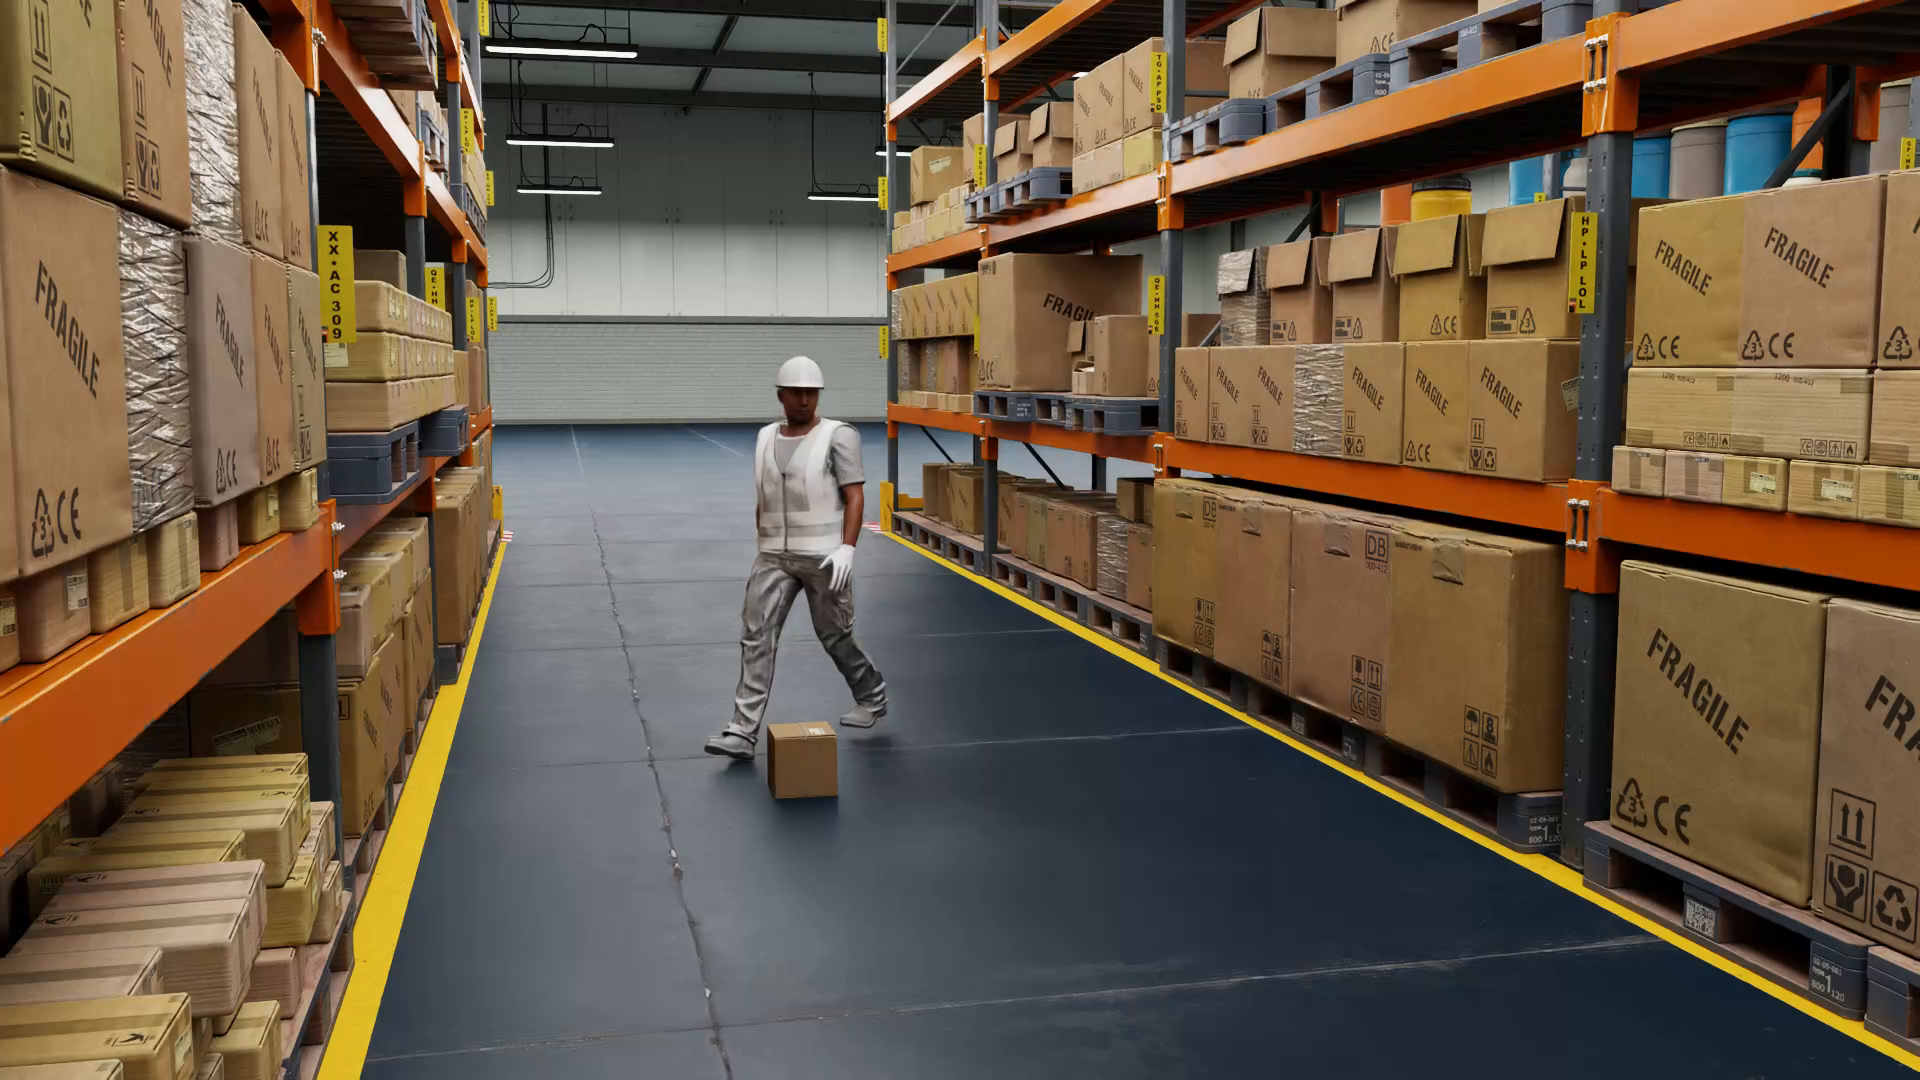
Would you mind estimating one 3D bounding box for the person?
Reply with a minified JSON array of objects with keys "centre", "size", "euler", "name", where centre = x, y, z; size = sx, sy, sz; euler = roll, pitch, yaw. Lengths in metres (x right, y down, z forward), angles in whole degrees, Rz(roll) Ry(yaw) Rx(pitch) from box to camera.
[{"centre":[-0.714,0.071,7.294],"size":[0.590,1.748,0.993],"euler":[3,7,24],"name":"person"}]
